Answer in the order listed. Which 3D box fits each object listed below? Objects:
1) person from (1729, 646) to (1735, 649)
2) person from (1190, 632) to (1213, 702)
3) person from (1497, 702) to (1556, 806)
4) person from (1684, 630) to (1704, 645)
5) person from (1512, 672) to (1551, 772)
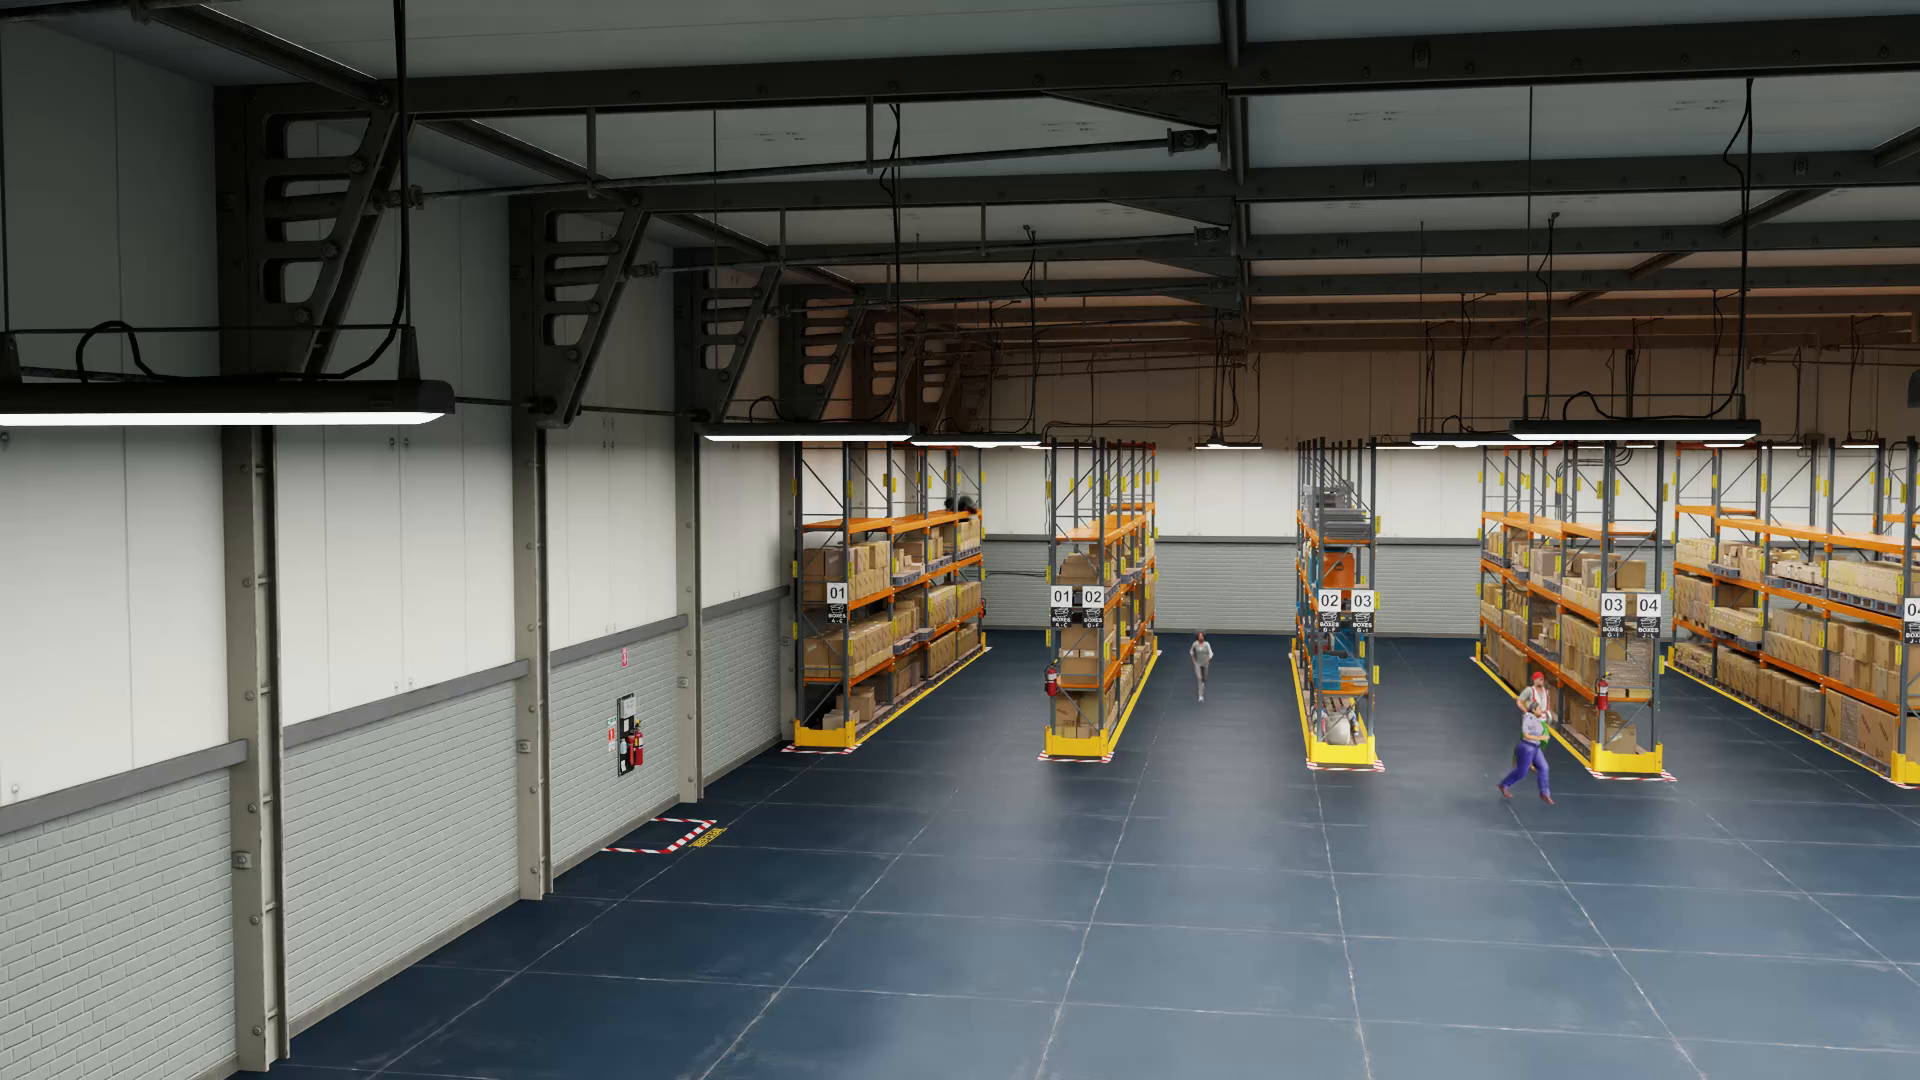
[{"bbox_3d":[21.479,2.456,46.042,0.637,1.642,0.539,-1,3,-12],"label":"person"},{"bbox_3d":[5.593,2.915,38.536,0.513,1.584,0.980,0,3,2],"label":"person"},{"bbox_3d":[9.265,3.478,27.164,0.939,1.672,0.627,2,4,36],"label":"person"},{"bbox_3d":[20.250,2.452,45.756,0.696,1.782,0.671,-2,4,-37],"label":"person"},{"bbox_3d":[10.377,3.263,29.985,0.719,1.781,0.675,0,3,-9],"label":"person"}]
